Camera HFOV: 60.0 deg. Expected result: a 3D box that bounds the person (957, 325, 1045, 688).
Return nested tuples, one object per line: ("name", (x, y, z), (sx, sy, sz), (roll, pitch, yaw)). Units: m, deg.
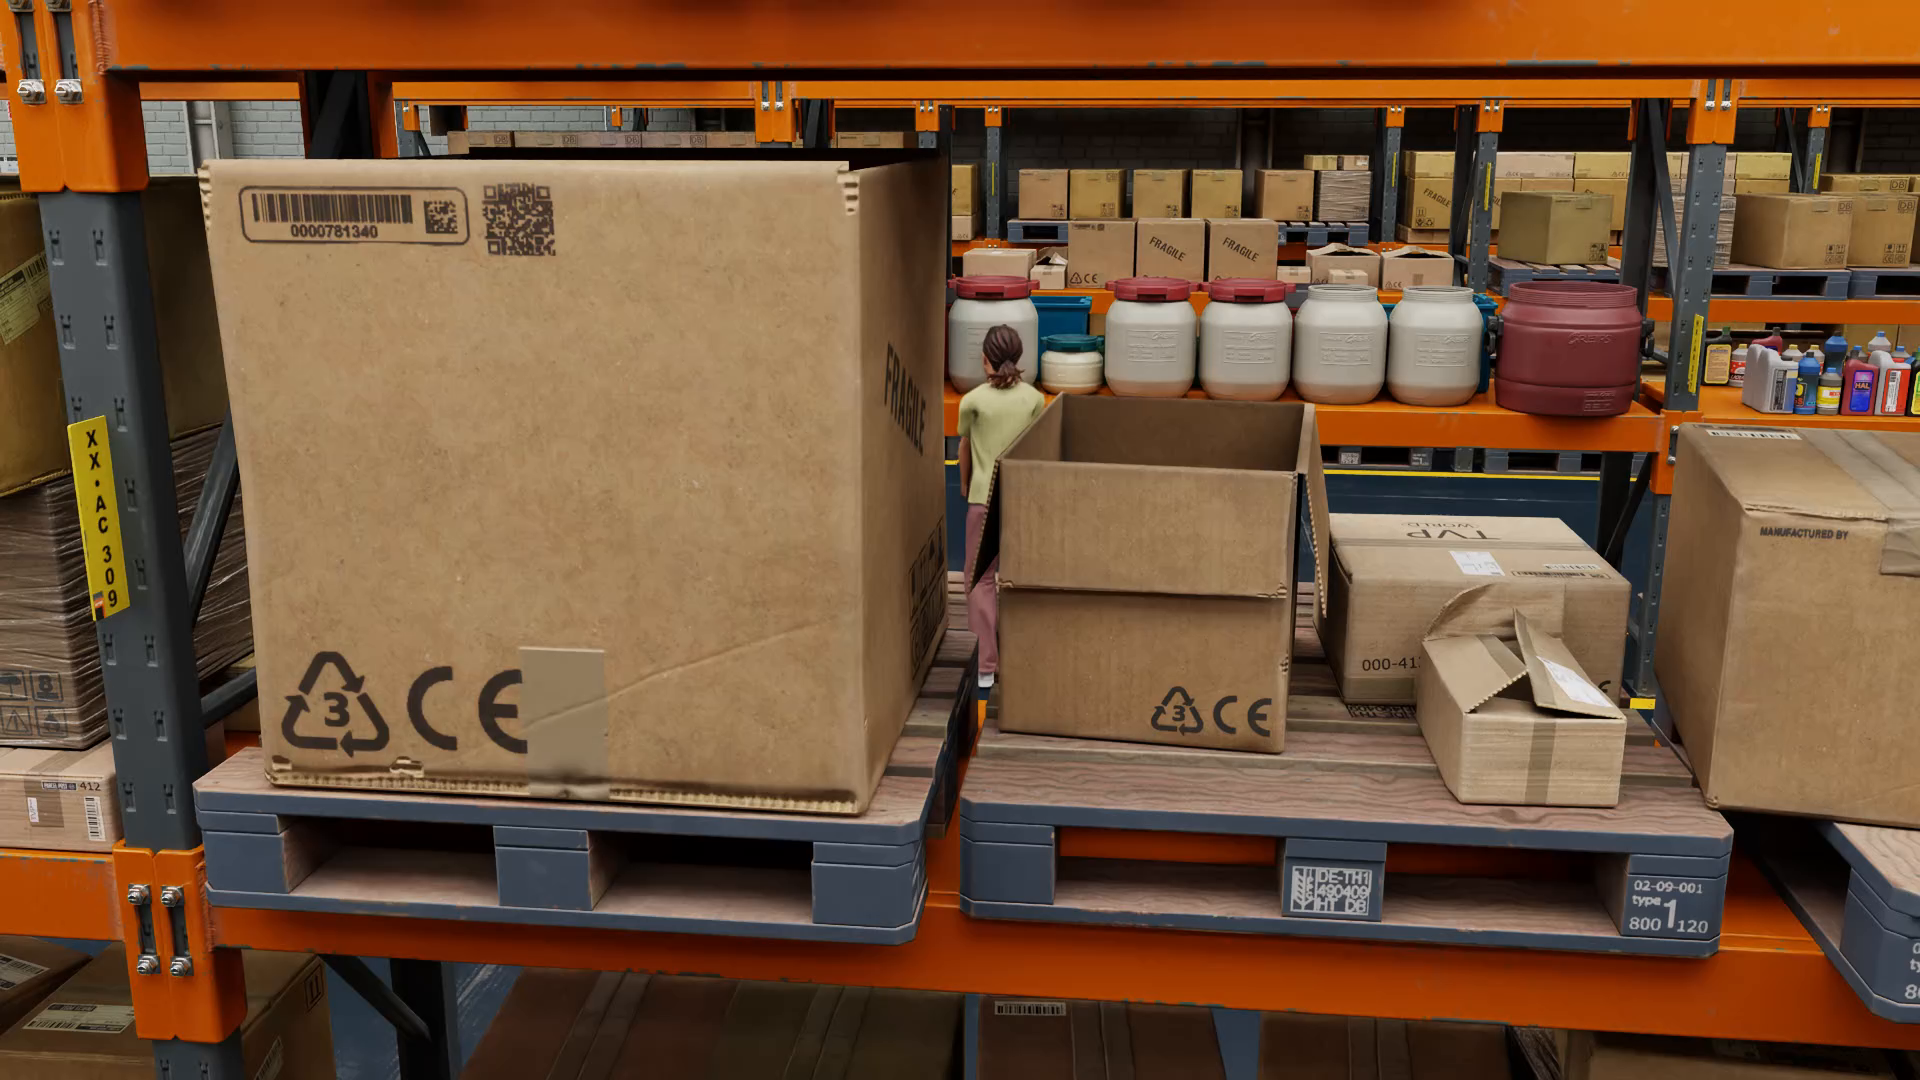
("person", (0.182, -0.168, 7.698), (0.409, 1.665, 0.530), (-3, 15, -10))
